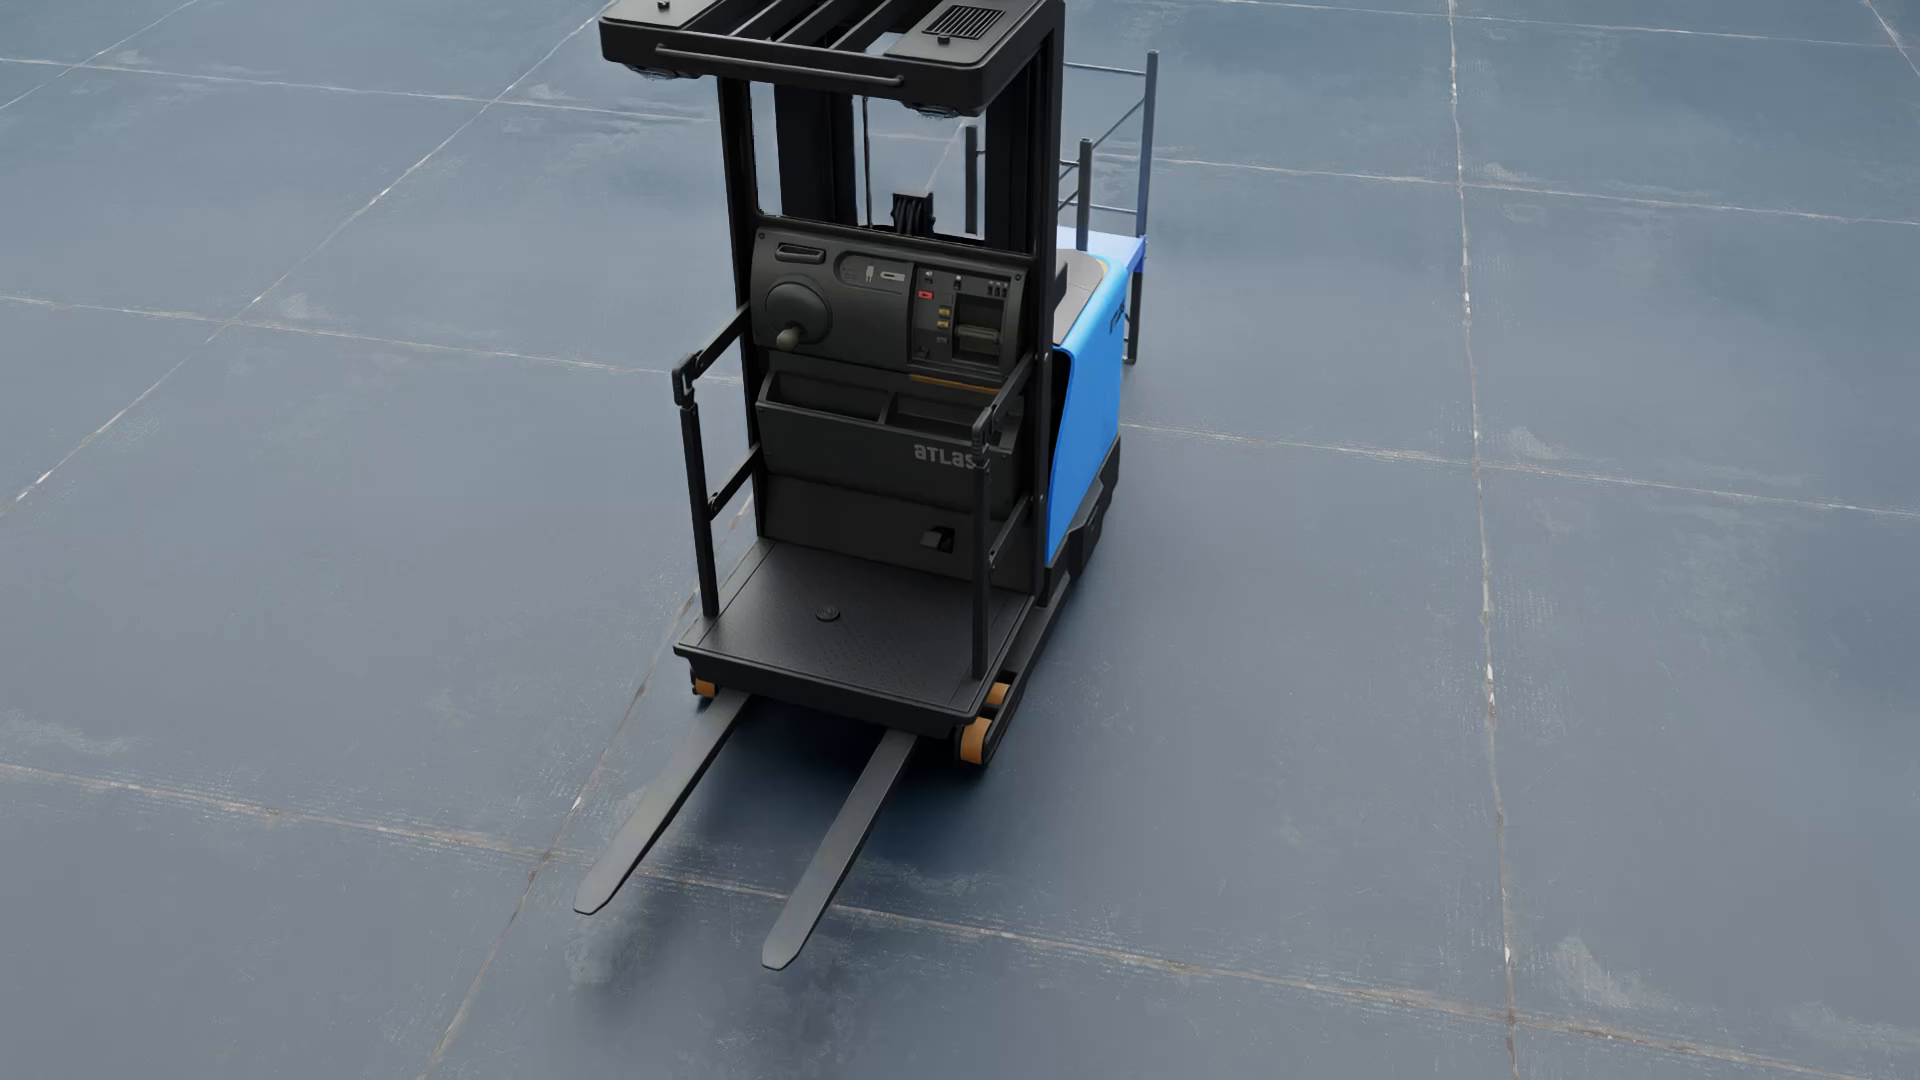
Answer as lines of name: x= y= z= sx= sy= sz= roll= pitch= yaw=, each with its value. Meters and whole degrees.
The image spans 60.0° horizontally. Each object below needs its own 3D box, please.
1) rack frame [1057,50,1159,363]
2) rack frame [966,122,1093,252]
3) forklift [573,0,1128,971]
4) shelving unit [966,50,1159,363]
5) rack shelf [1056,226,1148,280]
rack frame: x=0.605 y=-1.509 z=7.554 sx=0.500 sy=1.500 sz=0.032 roll=12 pitch=38 yaw=16
rack frame: x=0.263 y=-0.947 z=6.779 sx=0.500 sy=1.500 sz=0.032 roll=12 pitch=38 yaw=16
forklift: x=-0.312 y=-0.693 z=5.209 sx=1.130 sy=2.935 sz=3.031 roll=12 pitch=38 yaw=16
shelving unit: x=0.434 y=-1.228 z=7.167 sx=0.538 sy=1.500 sz=1.048 roll=12 pitch=38 yaw=16
rack shelf: x=0.434 y=-1.083 z=7.272 sx=0.538 sy=0.185 sz=1.000 roll=12 pitch=38 yaw=16
